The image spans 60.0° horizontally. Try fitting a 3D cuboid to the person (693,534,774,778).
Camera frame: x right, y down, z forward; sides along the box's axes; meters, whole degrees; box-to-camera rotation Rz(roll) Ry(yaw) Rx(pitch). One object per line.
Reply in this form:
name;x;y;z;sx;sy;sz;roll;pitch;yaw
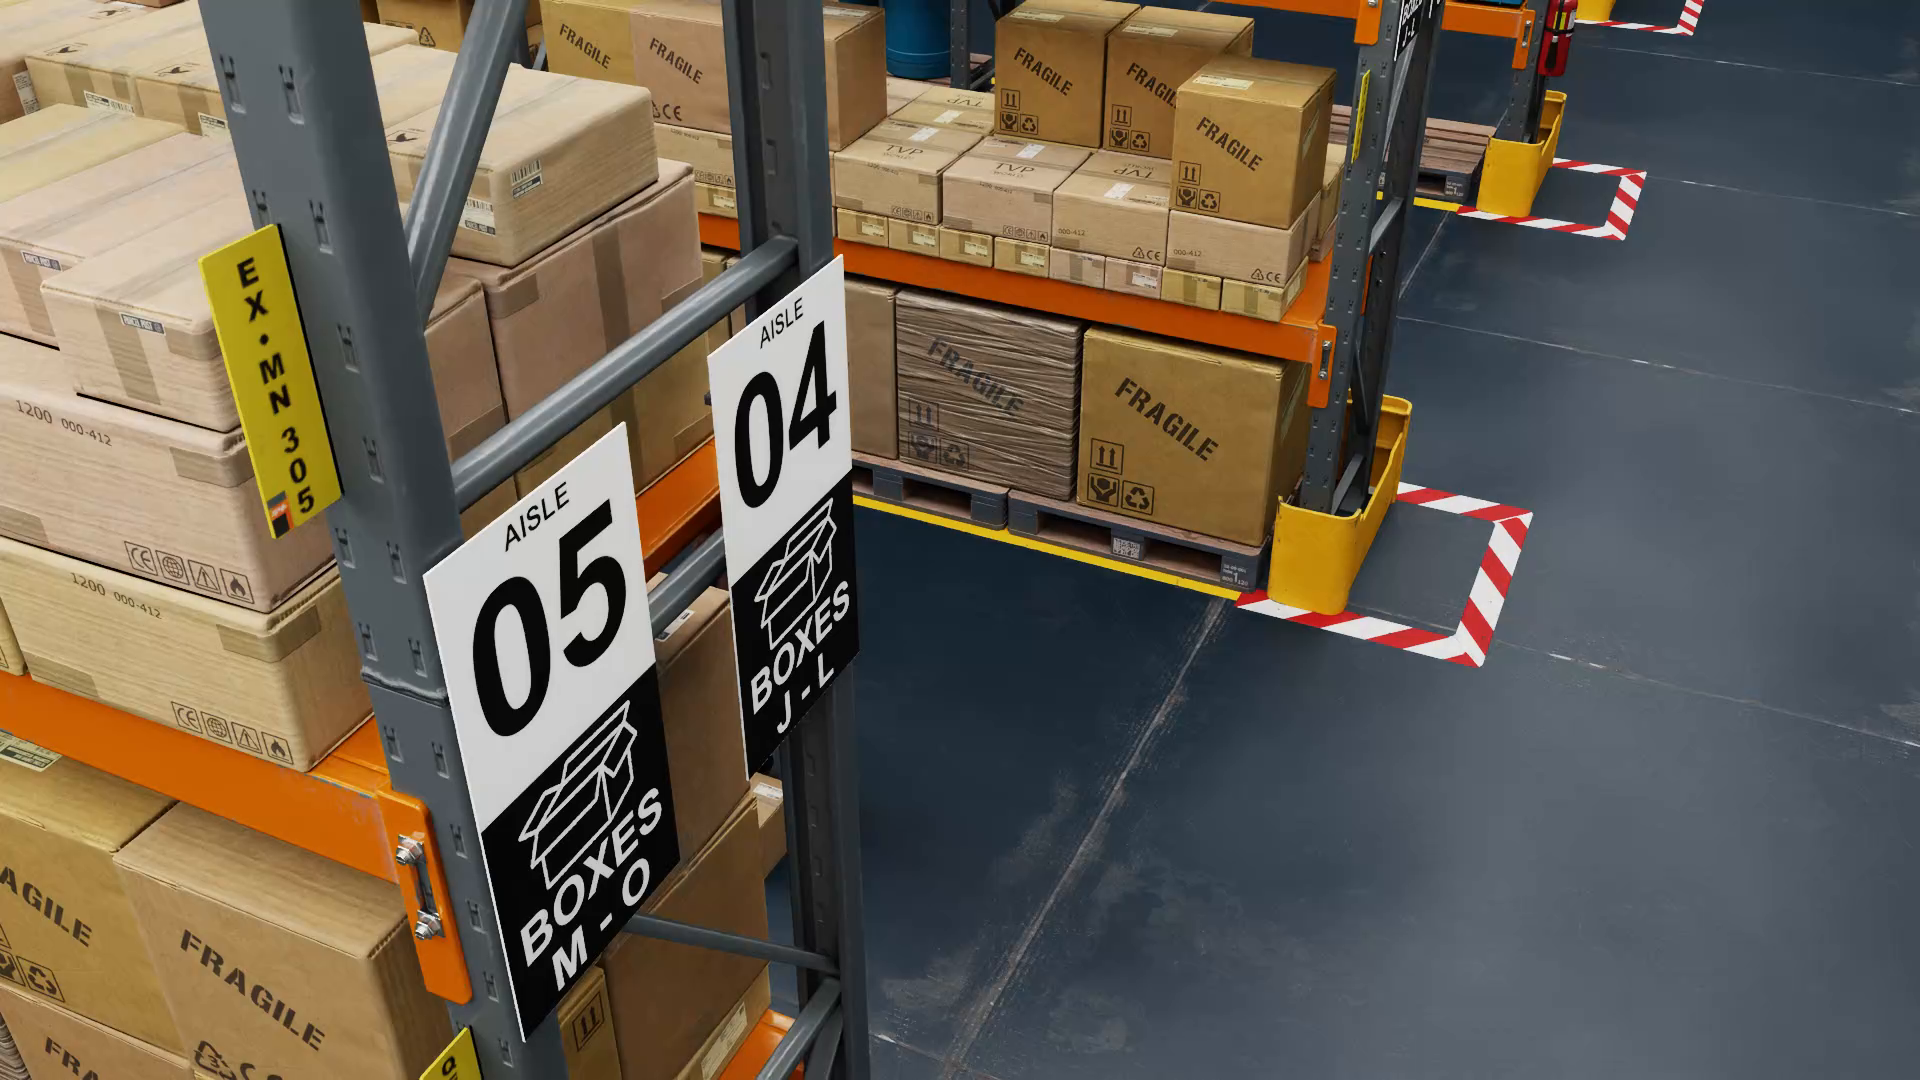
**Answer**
person;-0.663;0.252;5.770;0.641;1.773;0.428;14;36;20
